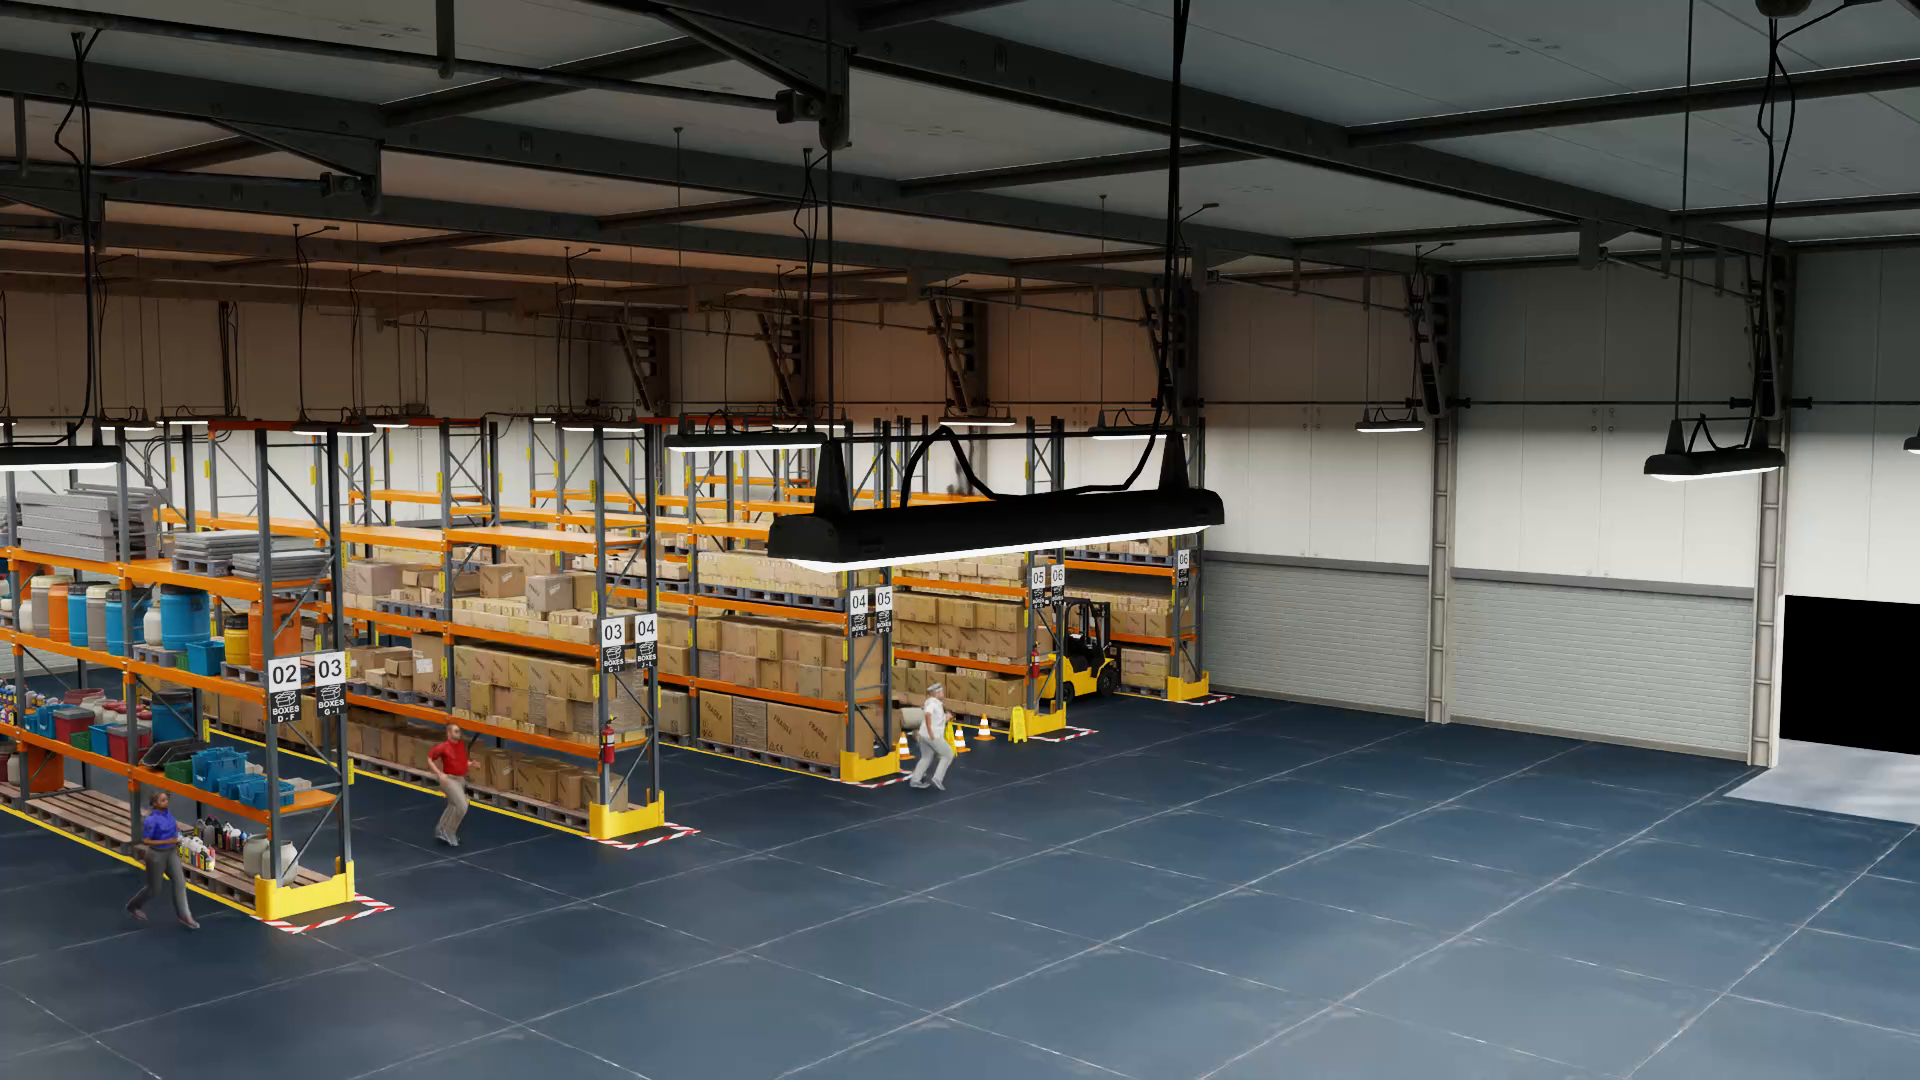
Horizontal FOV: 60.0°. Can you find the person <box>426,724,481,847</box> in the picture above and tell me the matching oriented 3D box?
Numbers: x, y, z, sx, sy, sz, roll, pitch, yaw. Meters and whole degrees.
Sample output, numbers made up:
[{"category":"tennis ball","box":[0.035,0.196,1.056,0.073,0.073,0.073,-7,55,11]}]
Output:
[{"category":"person","box":[-7.227,3.512,23.820,0.726,1.760,0.634,1,5,14]}]

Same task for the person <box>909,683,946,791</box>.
[{"category":"person","box":[-0.519,3.228,27.104,0.602,1.801,0.455,-2,5,-21]}]

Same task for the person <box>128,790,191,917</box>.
[{"category":"person","box":[-9.635,3.775,19.987,0.791,1.558,0.576,1,5,14]}]
